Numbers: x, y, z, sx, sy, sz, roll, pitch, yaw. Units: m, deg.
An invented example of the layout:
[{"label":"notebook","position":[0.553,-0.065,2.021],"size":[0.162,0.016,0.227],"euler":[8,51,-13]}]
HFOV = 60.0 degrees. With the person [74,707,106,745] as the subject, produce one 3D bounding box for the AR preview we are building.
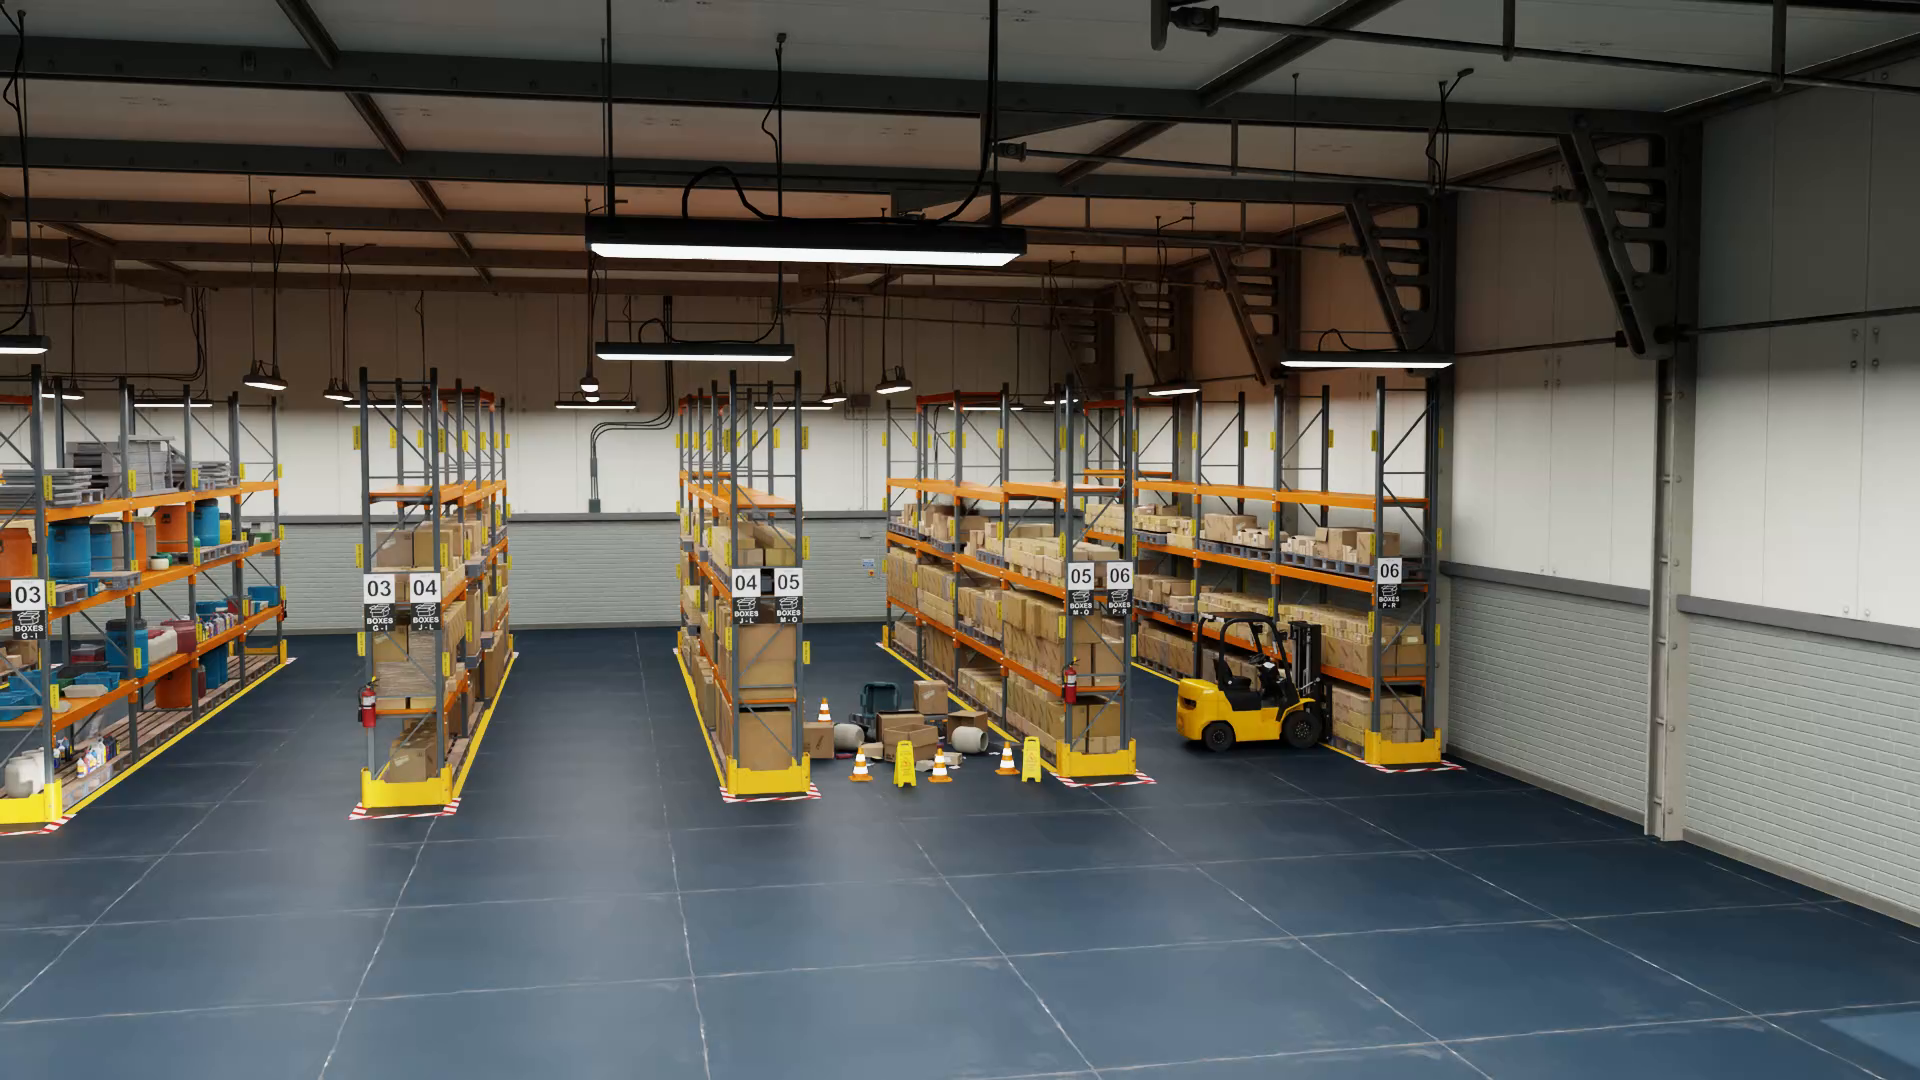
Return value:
[{"label":"person","position":[-14.162,2.565,26.920],"size":[0.564,1.657,0.454],"euler":[-1,3,-11]}]
